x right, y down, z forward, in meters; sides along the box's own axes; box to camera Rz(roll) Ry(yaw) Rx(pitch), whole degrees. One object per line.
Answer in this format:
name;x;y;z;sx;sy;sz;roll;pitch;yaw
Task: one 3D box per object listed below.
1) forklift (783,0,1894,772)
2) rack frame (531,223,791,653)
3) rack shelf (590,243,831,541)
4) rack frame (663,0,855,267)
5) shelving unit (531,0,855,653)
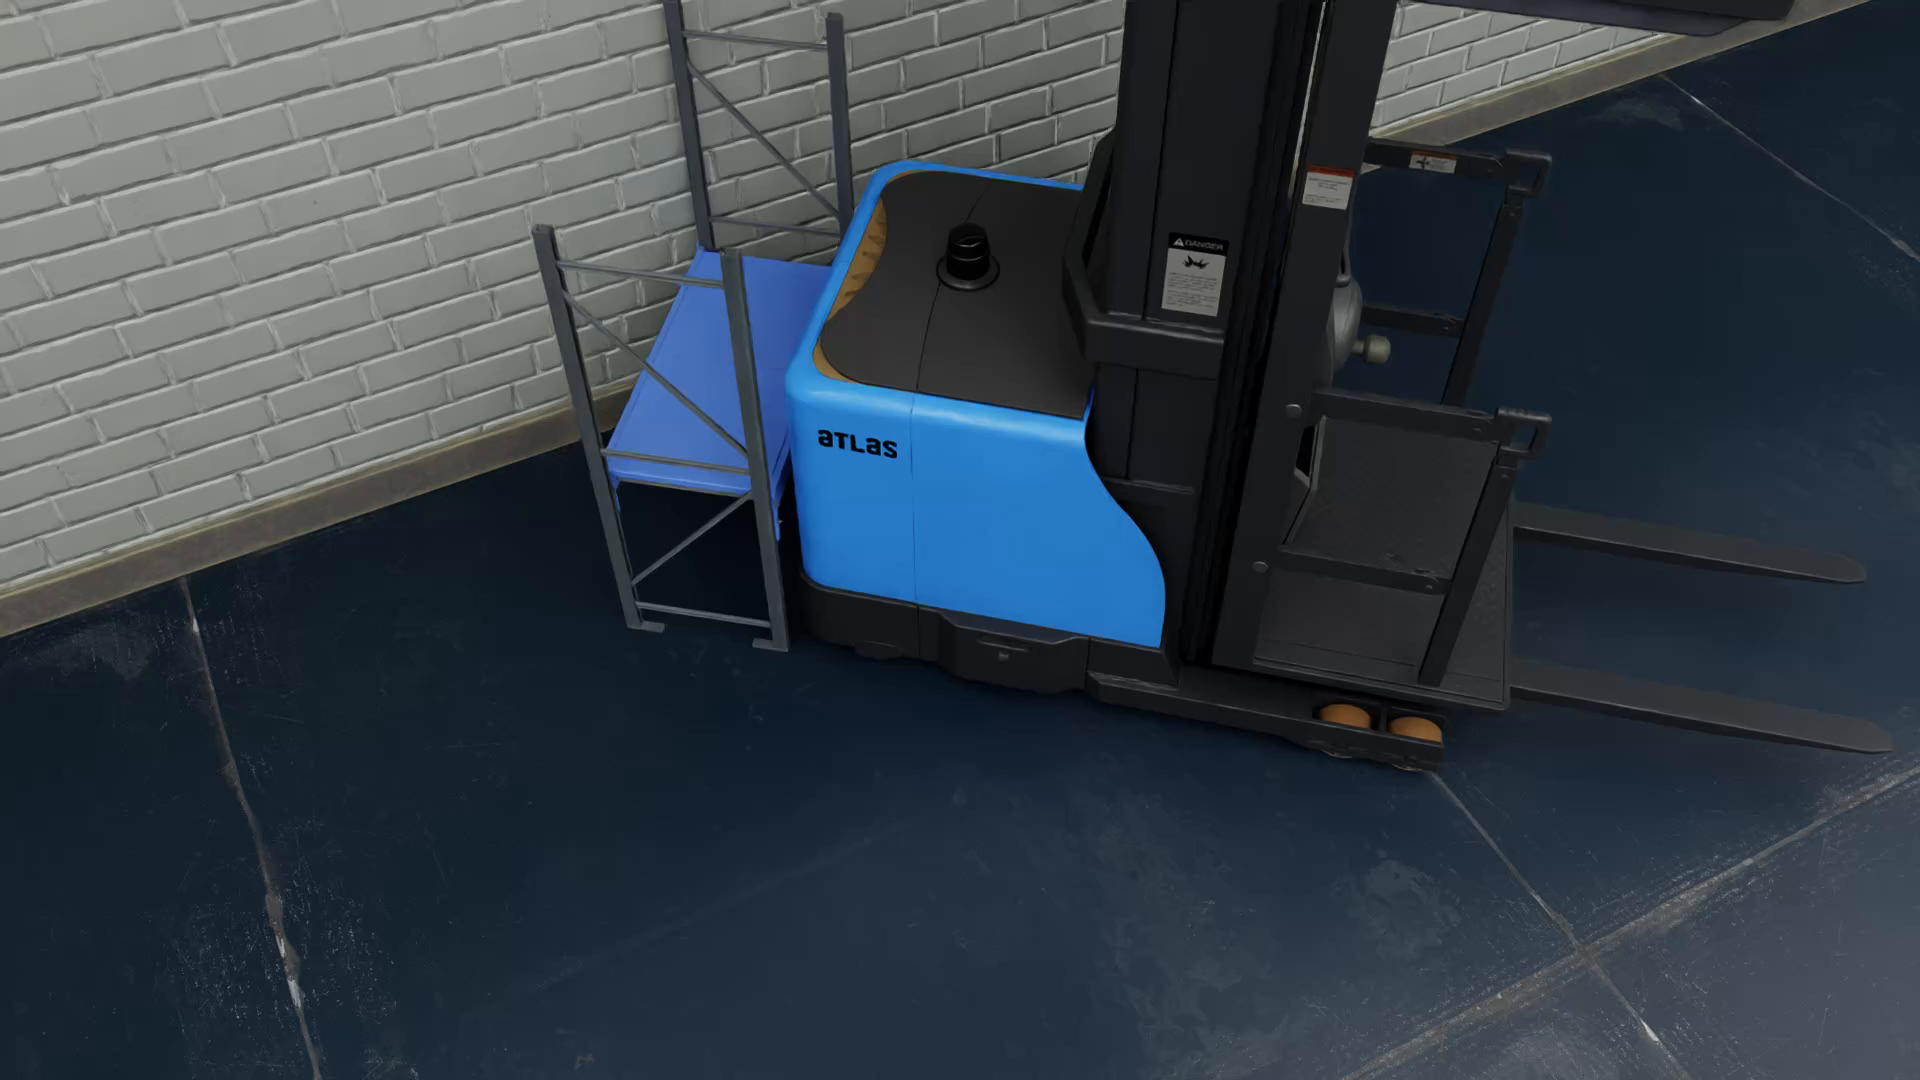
forklift;1.107;-0.758;3.966;3.031;2.935;1.130;10;50;9
rack frame;-0.755;-0.204;4.432;0.500;1.500;0.032;8;49;7
rack shelf;-0.660;-0.462;4.896;0.538;0.185;1.000;8;49;7
rack frame;-0.565;-0.956;5.090;0.500;1.500;0.032;8;49;7
shelving unit;-0.660;-0.580;4.761;0.538;1.500;1.048;8;49;7
